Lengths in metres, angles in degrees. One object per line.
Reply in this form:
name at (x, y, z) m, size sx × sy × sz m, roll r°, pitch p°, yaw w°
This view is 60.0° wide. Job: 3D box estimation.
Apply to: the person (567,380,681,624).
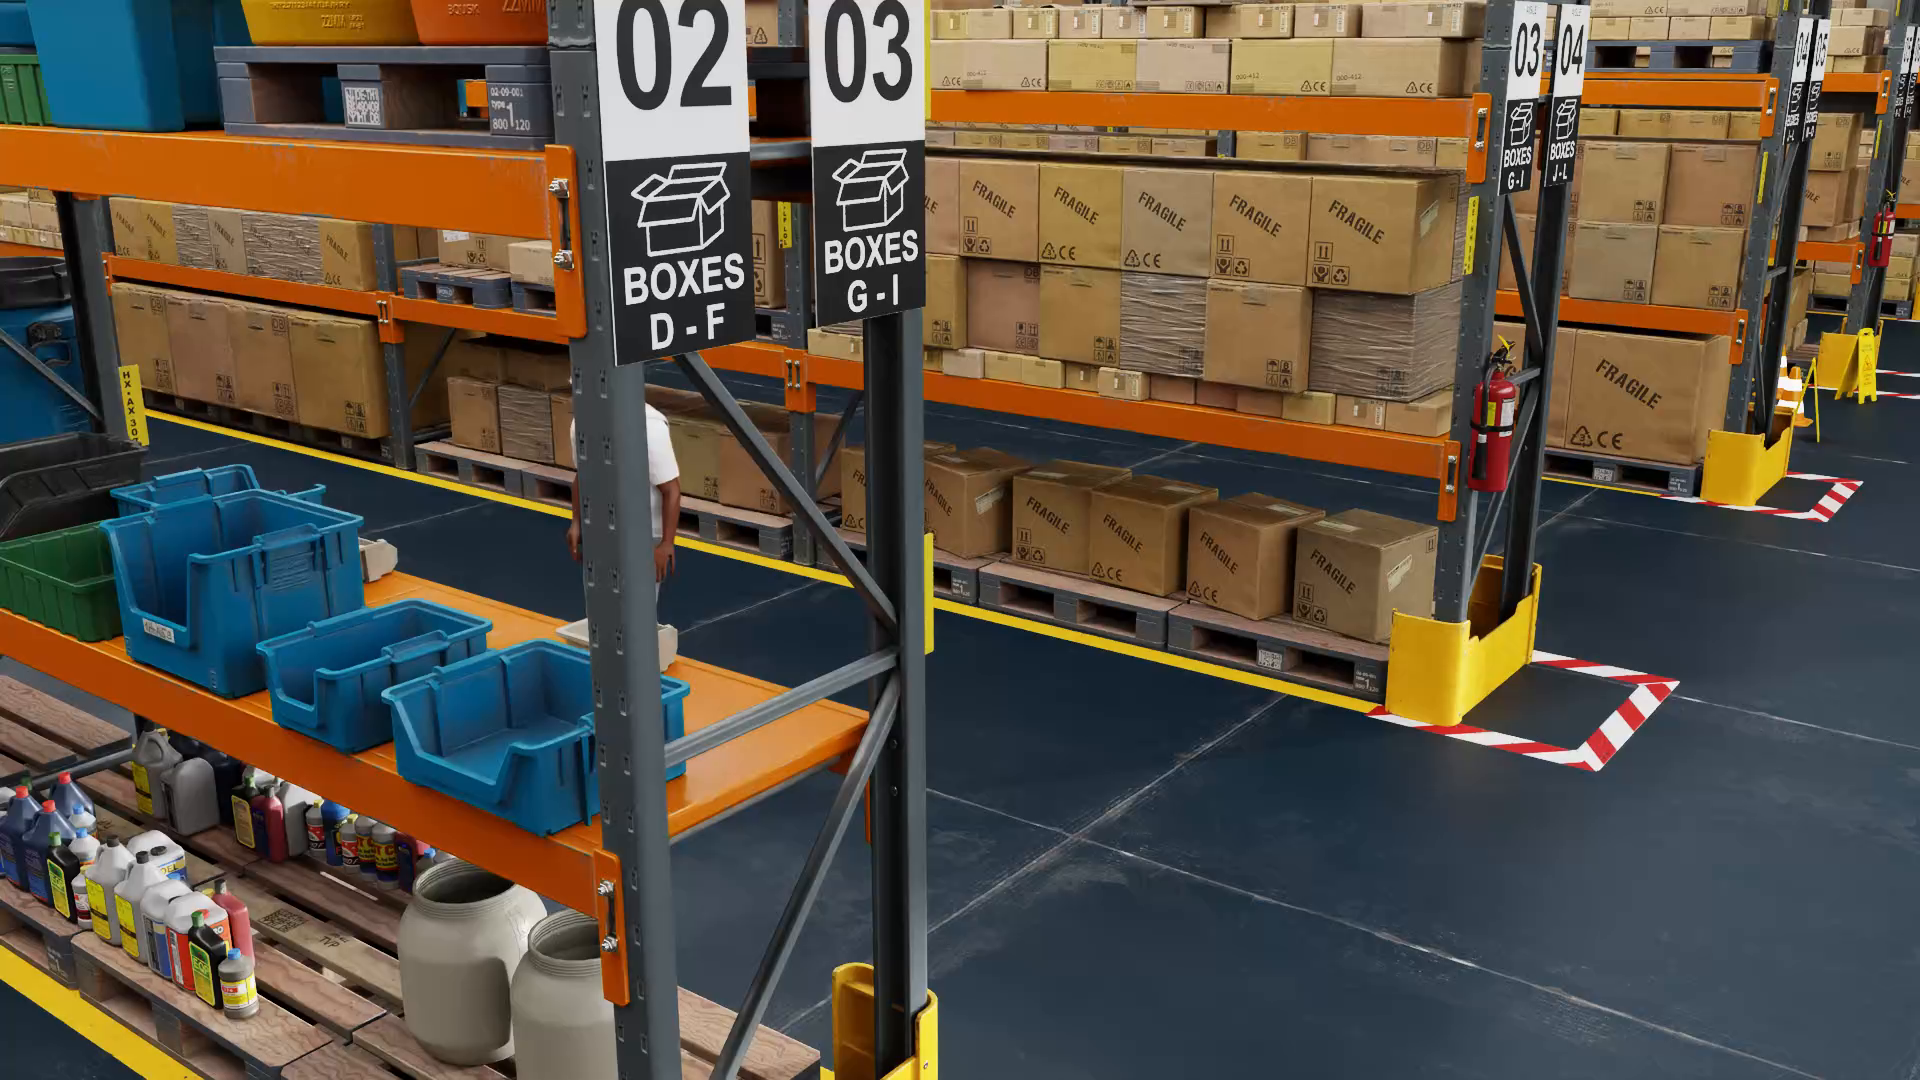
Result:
person at (-1.548, -0.022, 7.582) m, size 0.627 × 1.759 × 0.463 m, roll 11°, pitch 20°, yaw 32°
